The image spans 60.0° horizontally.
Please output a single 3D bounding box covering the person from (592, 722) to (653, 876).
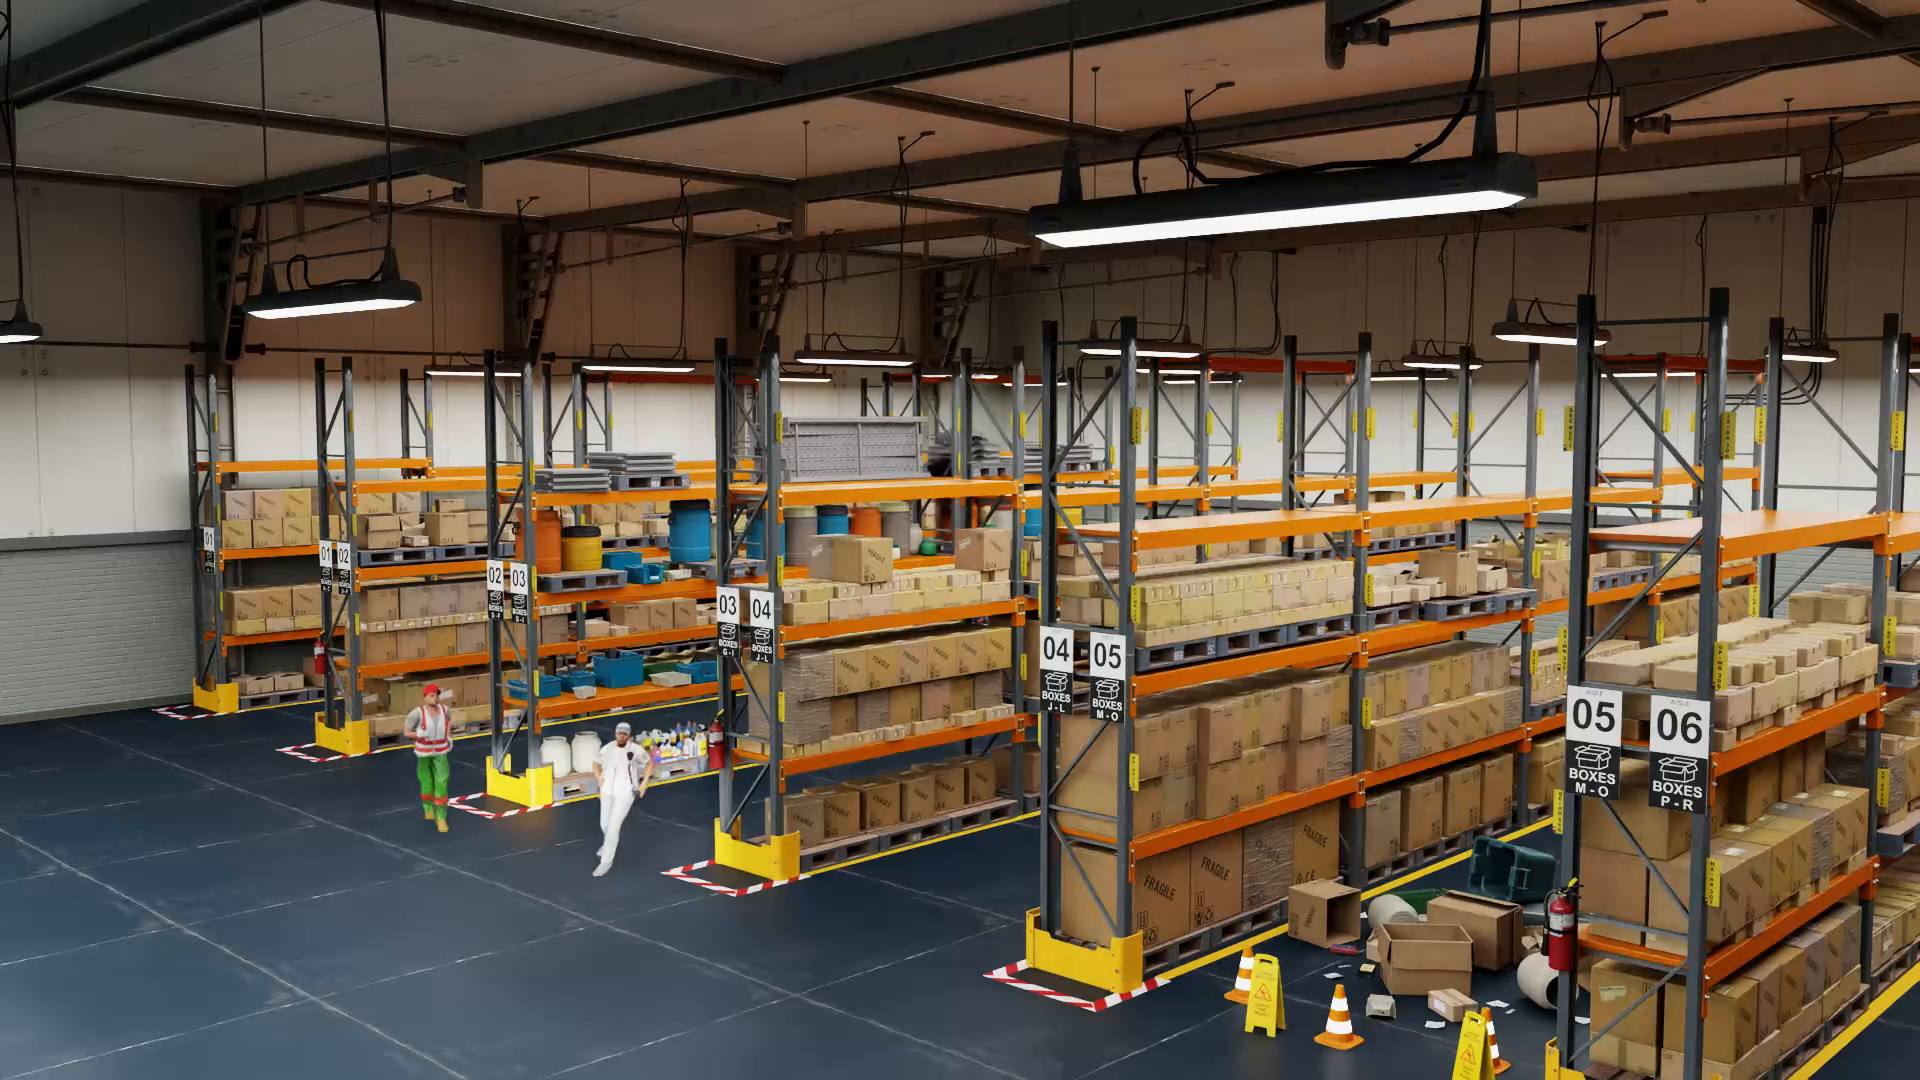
[{"bbox_3d":[-3.895,2.898,18.904,0.697,1.676,0.871,1,4,10],"label":"person"}]

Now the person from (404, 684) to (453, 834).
[{"bbox_3d":[-6.588,2.700,20.655,0.616,1.851,0.792,-2,5,-27],"label":"person"}]
